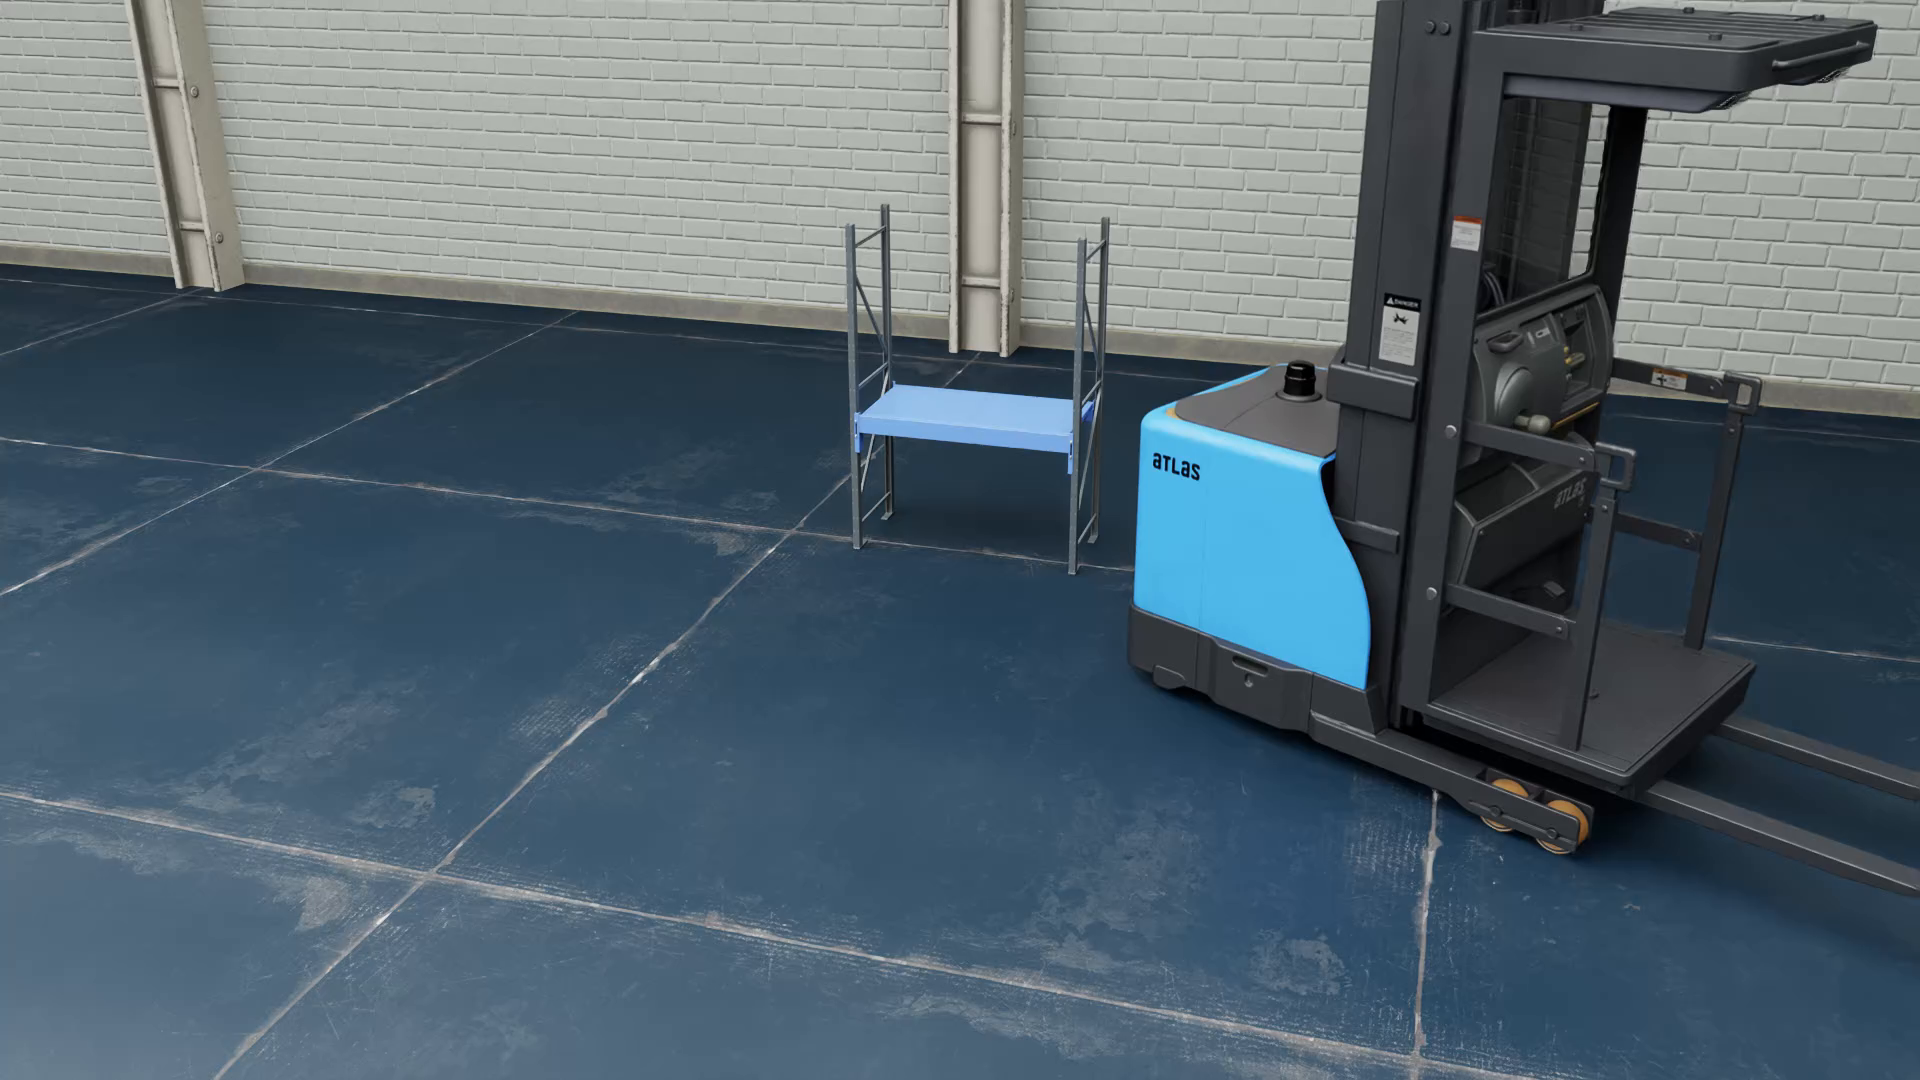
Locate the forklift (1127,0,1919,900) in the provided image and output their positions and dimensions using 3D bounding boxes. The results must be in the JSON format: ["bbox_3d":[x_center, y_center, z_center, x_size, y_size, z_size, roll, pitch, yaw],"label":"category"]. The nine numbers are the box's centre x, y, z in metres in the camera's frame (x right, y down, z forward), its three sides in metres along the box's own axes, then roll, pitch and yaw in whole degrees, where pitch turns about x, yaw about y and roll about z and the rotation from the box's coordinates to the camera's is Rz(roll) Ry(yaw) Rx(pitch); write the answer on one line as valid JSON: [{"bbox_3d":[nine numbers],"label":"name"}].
[{"bbox_3d":[2.063,-0.575,5.310,3.031,2.935,1.130,20,30,40],"label":"forklift"}]

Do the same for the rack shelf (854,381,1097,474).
[{"bbox_3d":[0.082,-0.518,7.531,1.000,0.185,0.538,7,23,16],"label":"rack shelf"}]

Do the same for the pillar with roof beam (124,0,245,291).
[{"bbox_3d":[-6.826,-4.503,6.891,0.400,9.000,9.100,7,23,16],"label":"pillar with roof beam"}]

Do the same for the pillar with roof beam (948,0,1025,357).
[{"bbox_3d":[-1.082,-3.846,5.288,0.400,9.000,9.100,7,23,16],"label":"pillar with roof beam"}]

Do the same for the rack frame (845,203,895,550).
[{"bbox_3d":[-0.405,-0.740,7.598,0.032,1.500,0.500,7,23,16],"label":"rack frame"}]

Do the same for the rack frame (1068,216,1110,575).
[{"bbox_3d":[0.568,-0.629,7.327,0.032,1.500,0.500,7,23,16],"label":"rack frame"}]

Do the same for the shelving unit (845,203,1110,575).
[{"bbox_3d":[0.082,-0.685,7.463,1.048,1.500,0.538,7,23,16],"label":"shelving unit"}]
